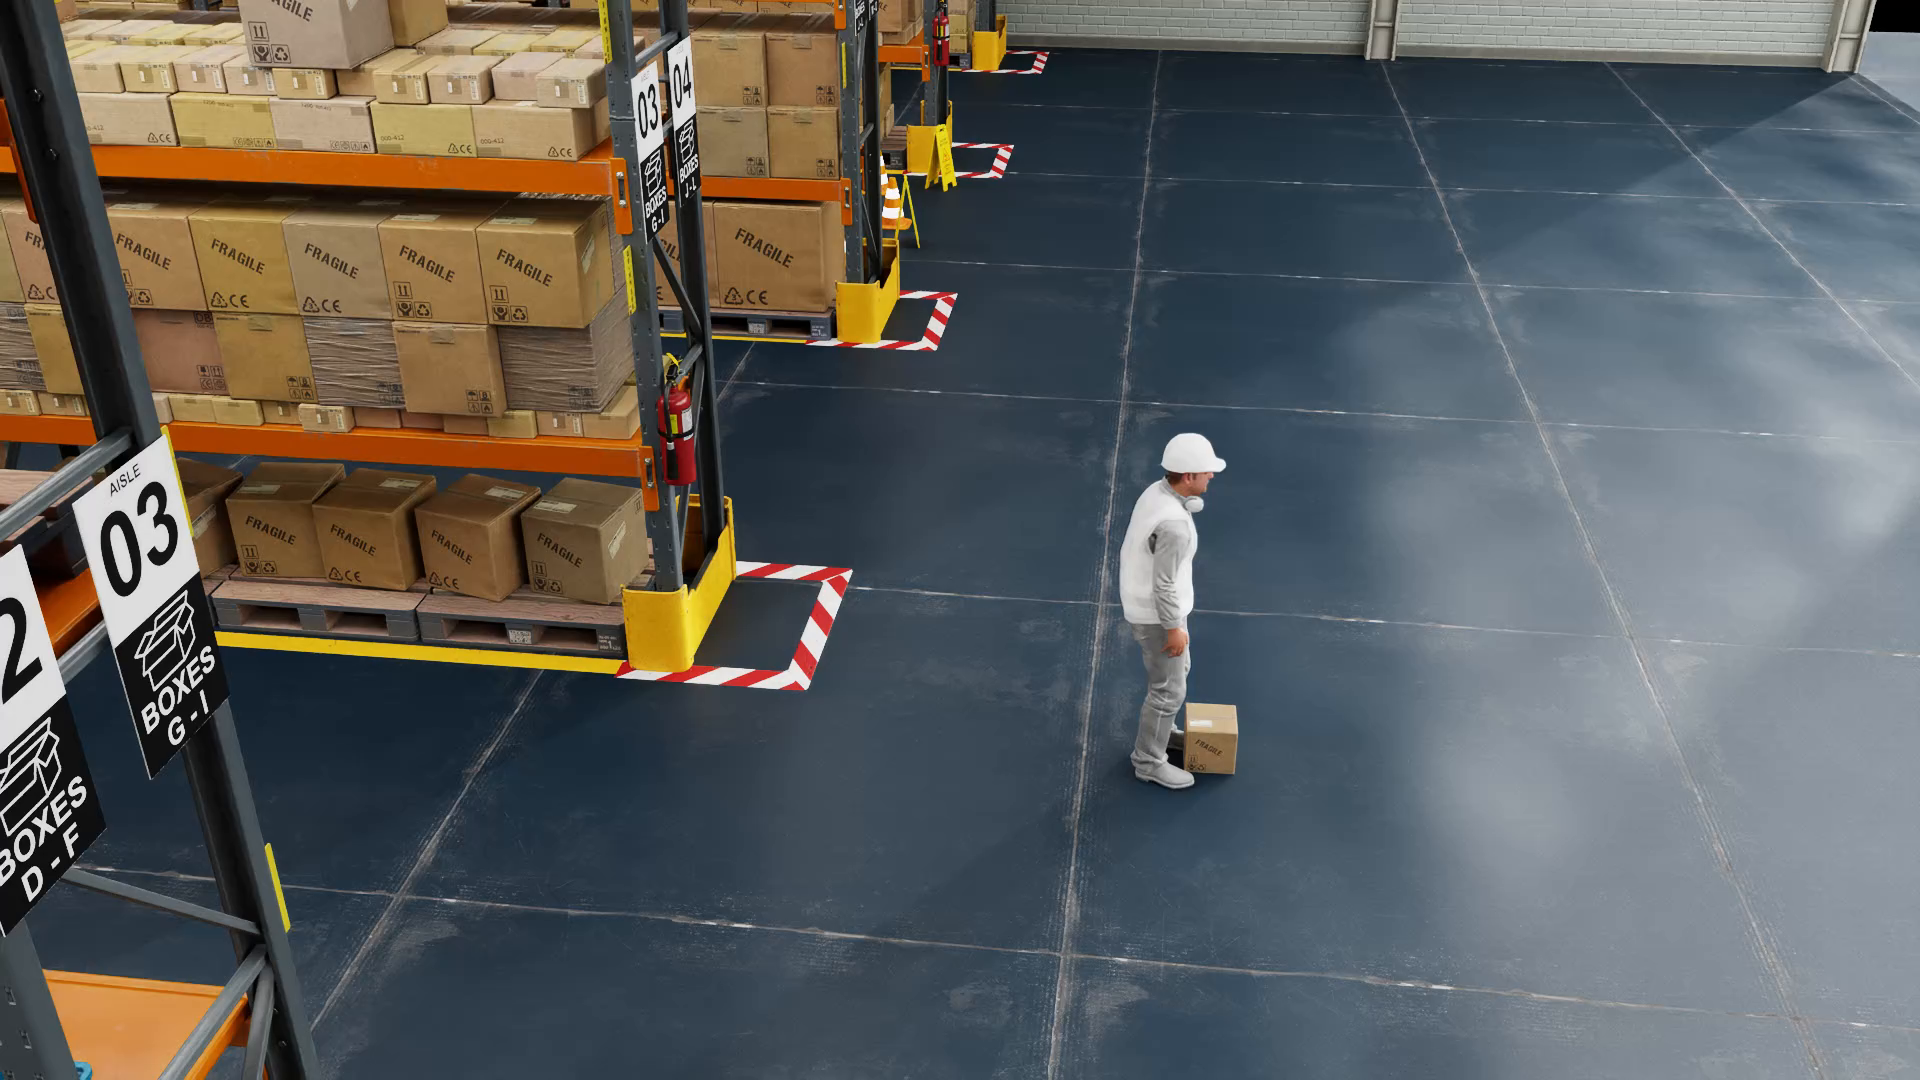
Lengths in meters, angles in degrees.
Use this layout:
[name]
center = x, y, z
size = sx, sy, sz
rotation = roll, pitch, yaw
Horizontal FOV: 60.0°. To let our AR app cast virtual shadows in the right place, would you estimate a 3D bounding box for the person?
[person]
center = 1.000, 0.312, 8.016
size = 0.475, 1.768, 0.593
rotation = 2, 28, 3
